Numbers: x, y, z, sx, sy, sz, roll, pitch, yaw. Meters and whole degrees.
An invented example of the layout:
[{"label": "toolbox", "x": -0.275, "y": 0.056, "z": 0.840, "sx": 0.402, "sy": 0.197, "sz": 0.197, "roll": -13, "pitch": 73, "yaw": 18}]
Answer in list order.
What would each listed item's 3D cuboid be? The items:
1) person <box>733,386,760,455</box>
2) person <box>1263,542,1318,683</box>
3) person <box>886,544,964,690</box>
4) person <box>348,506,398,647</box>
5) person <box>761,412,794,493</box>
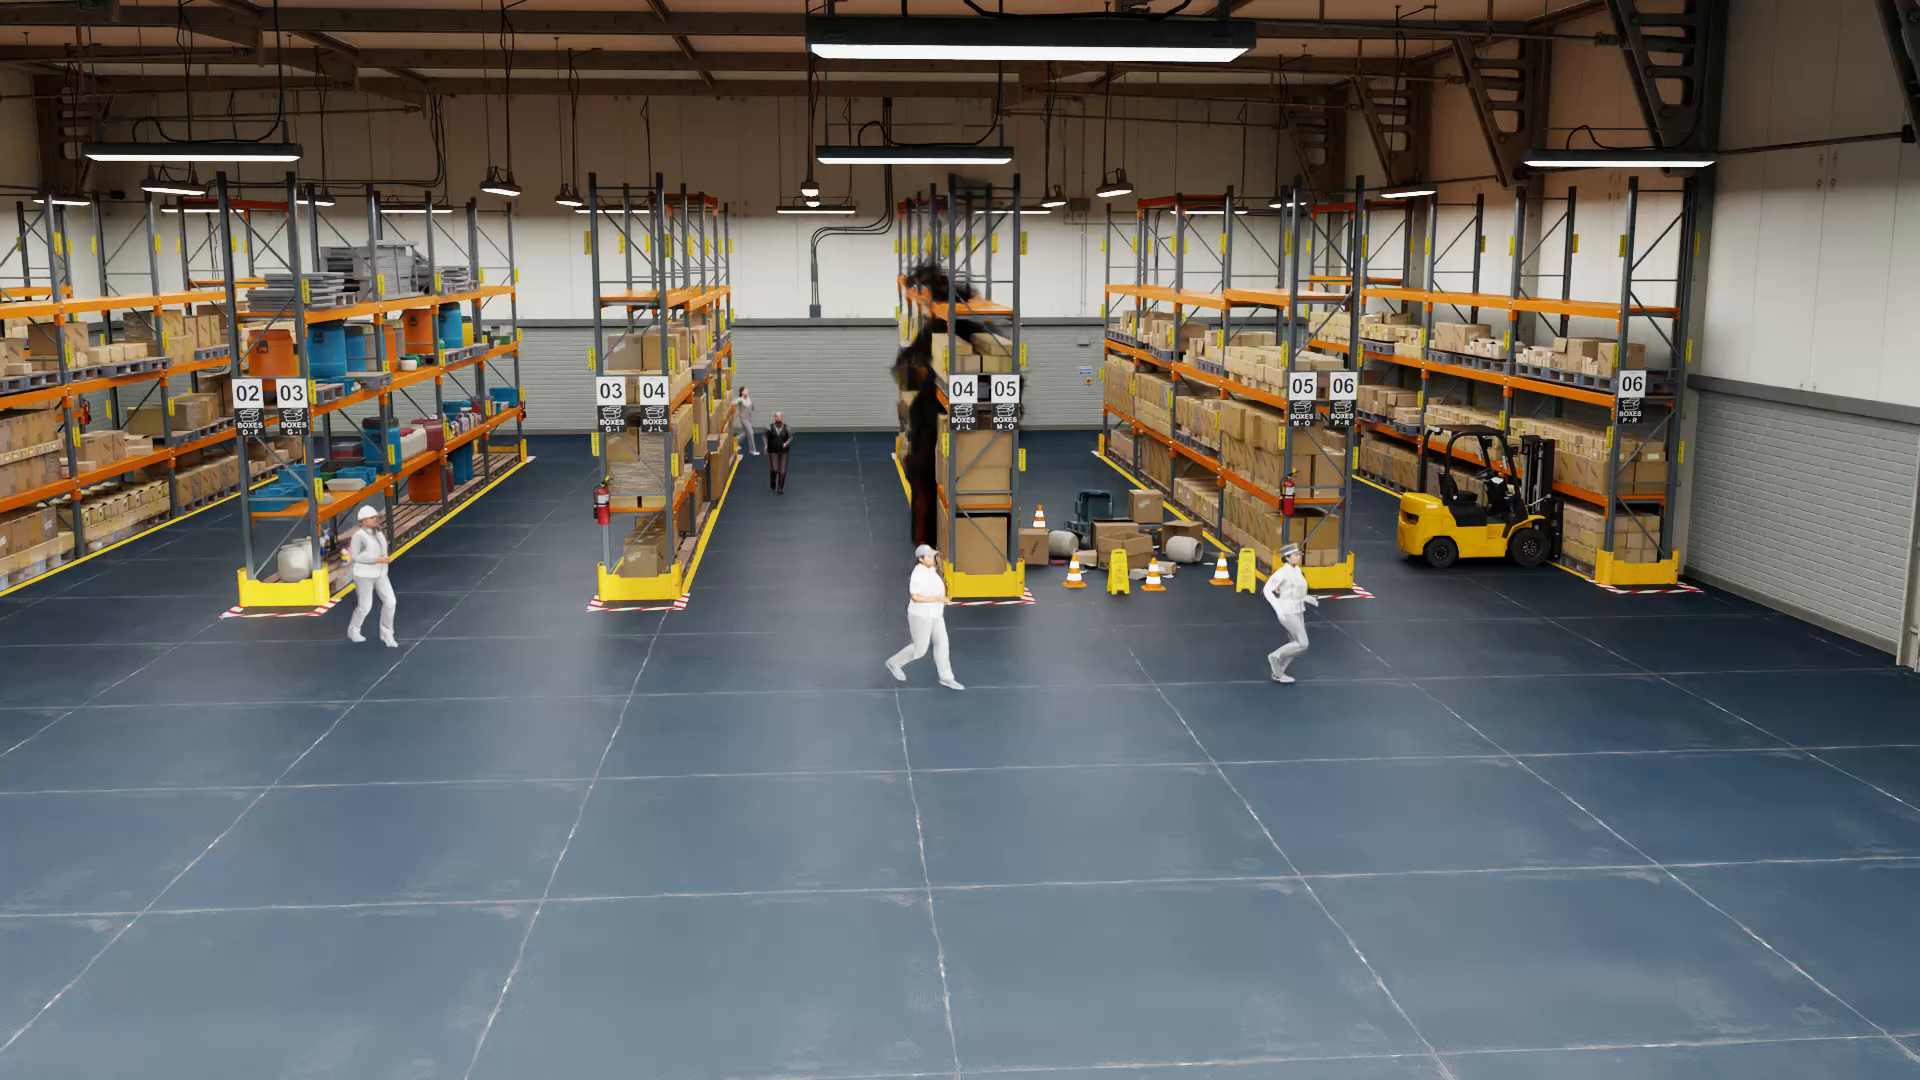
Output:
[{"label": "person", "x": -5.273, "y": -2.903, "z": 40.418, "sx": 0.846, "sy": 1.674, "sz": 0.579, "roll": 5, "pitch": 11, "yaw": 27}, {"label": "person", "x": 3.846, "y": 0.843, "z": 19.128, "sx": 0.550, "sy": 1.649, "sz": 0.600, "roll": 8, "pitch": 13, "yaw": 37}, {"label": "person", "x": -0.399, "y": 0.871, "z": 18.909, "sx": 0.925, "sy": 1.665, "sz": 0.606, "roll": 4, "pitch": 11, "yaw": 23}, {"label": "person", "x": -7.420, "y": 0.481, "z": 20.976, "sx": 0.756, "sy": 1.849, "sz": 0.668, "roll": 5, "pitch": 11, "yaw": 25}, {"label": "person", "x": -3.695, "y": -1.764, "z": 33.843, "sx": 0.648, "sy": 1.678, "sz": 0.578, "roll": -2, "pitch": 10, "yaw": -11}]
